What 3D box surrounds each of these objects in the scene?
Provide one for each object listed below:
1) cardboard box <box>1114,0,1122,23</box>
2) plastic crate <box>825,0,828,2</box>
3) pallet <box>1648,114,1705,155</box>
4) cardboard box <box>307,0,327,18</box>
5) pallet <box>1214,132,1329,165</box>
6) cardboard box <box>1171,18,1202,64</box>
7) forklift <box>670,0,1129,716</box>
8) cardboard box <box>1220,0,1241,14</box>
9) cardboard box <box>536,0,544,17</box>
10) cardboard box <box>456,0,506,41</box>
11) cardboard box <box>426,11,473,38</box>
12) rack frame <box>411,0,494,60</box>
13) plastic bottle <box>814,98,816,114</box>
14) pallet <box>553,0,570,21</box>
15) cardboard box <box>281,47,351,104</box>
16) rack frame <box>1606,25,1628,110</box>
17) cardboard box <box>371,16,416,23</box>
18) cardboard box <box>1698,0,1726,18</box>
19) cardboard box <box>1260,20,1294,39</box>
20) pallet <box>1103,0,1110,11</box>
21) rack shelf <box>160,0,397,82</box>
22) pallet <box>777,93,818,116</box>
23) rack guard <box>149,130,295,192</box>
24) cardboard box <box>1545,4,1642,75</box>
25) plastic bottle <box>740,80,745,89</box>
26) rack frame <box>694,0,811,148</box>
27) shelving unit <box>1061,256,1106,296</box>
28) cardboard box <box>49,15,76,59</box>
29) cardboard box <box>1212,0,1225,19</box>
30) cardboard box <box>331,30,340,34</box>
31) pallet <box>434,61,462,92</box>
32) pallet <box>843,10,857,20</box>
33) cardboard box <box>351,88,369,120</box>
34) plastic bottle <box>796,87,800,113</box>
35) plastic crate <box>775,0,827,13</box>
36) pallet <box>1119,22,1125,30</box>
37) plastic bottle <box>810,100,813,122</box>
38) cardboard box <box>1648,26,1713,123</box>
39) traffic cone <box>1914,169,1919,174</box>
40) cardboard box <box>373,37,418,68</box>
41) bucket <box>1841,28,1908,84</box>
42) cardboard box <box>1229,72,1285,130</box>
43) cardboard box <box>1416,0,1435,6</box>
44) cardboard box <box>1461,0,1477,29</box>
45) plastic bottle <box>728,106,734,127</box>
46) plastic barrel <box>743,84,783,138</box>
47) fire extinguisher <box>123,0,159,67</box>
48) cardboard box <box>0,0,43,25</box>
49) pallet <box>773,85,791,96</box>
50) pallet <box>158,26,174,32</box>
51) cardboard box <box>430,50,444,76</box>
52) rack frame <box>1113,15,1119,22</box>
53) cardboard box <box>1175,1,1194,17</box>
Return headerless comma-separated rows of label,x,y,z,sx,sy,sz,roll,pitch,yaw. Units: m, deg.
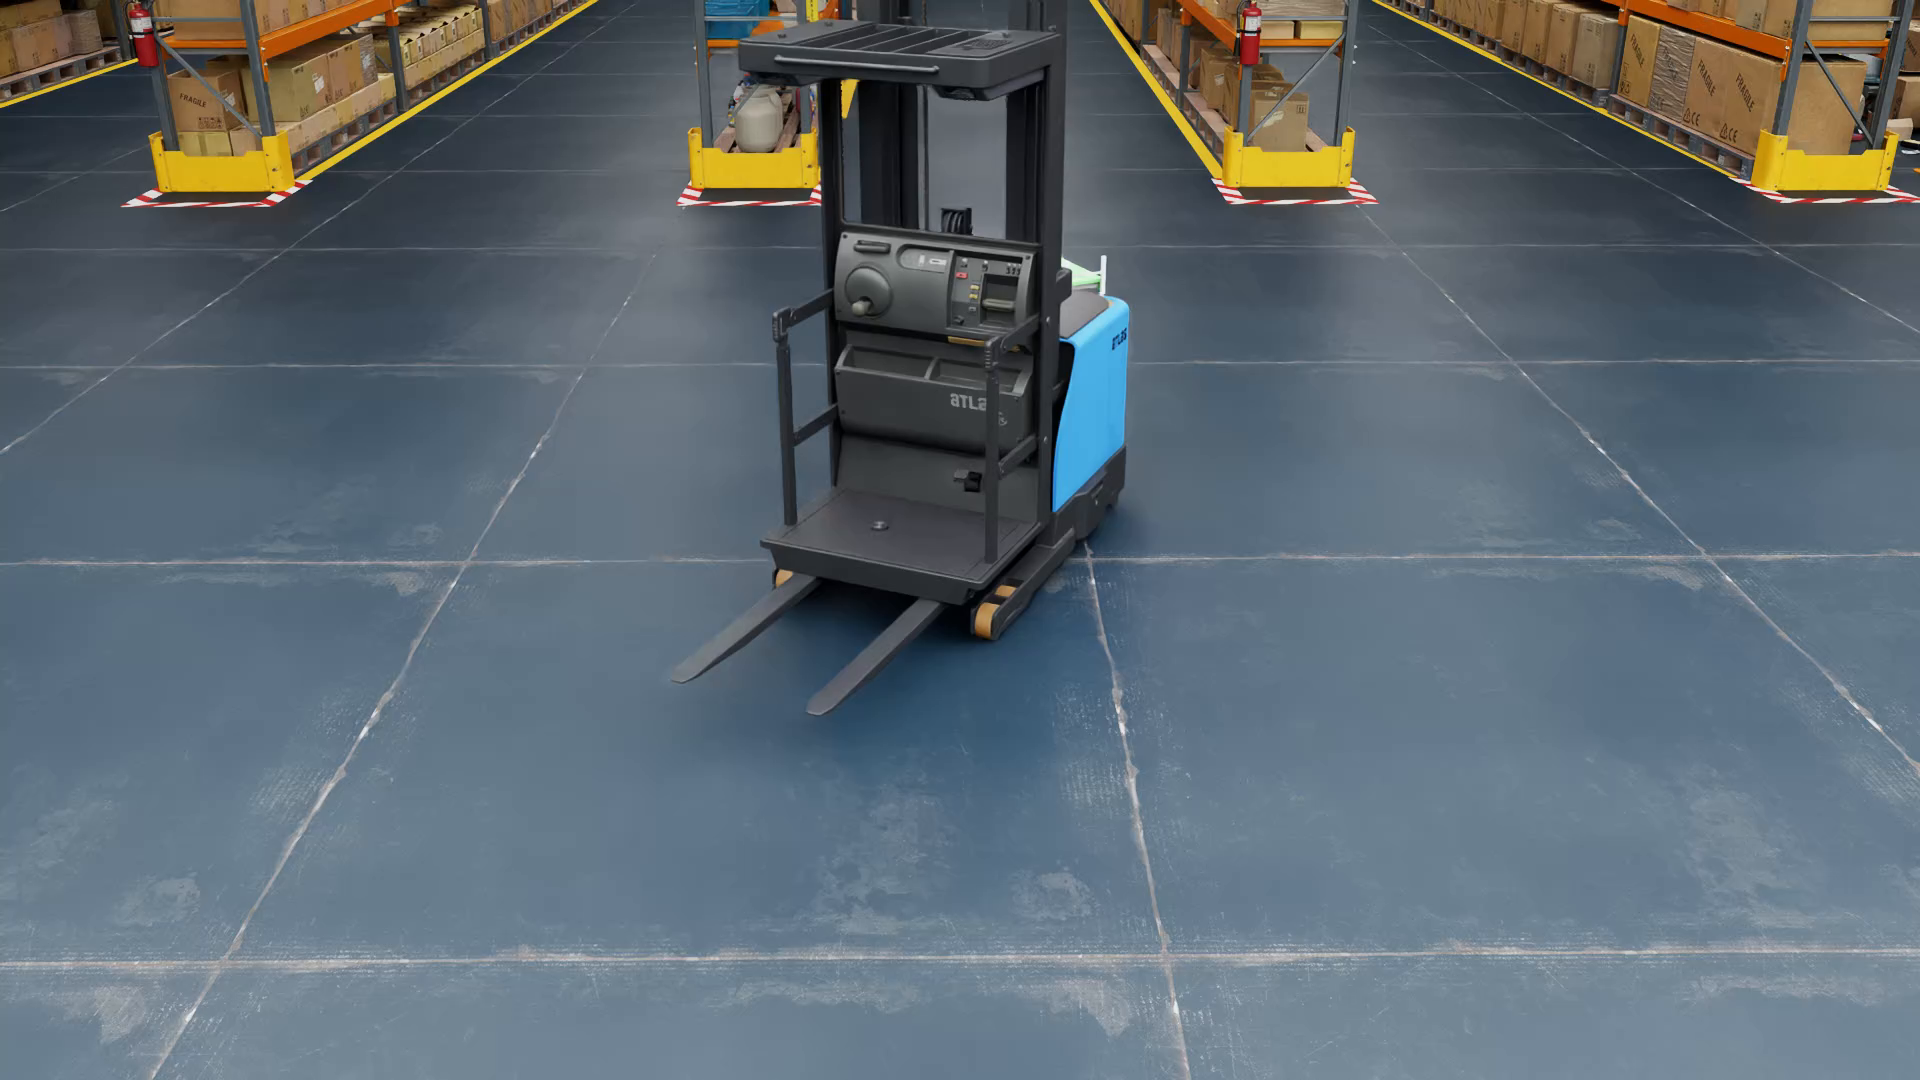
cardboard box,2.981,-8.243,24.903,1.225,0.875,0.875,-1,24,-2
plastic crate,-1.639,-5.810,17.636,0.499,0.251,0.616,0,24,-1
pallet,7.937,-4.247,17.384,1.003,0.211,1.213,0,24,-1
cardboard box,-6.844,-5.539,16.736,0.700,0.500,0.500,0,24,1
pallet,3.100,-3.802,16.400,1.003,0.211,1.213,0,24,-1
cardboard box,3.046,-6.326,21.097,0.700,0.500,0.500,2,24,4
forklift,-0.207,-1.098,7.121,1.130,2.935,3.031,11,26,22
cardboard box,2.970,-5.320,15.890,0.875,0.500,0.500,0,24,-1
cardboard box,-6.674,-8.264,25.381,0.500,0.500,0.500,0,24,0
cardboard box,-6.638,-7.210,23.052,0.500,0.500,0.500,1,24,2
cardboard box,-6.655,-6.725,21.626,0.500,0.311,0.500,-1,24,-1
rack frame,-6.919,-7.960,22.210,1.000,3.000,0.127,0,24,-1
plastic bottle,-1.595,-4.666,17.789,0.097,0.201,0.097,0,24,0
pallet,-6.969,-8.621,27.054,1.003,0.211,1.213,0,24,-1
cardboard box,-6.629,-4.784,17.104,0.500,0.500,0.500,0,24,-1
rack frame,7.991,-6.335,18.618,1.000,3.000,0.127,0,24,-1
cardboard box,-7.190,-6.510,21.151,0.500,0.311,0.500,-1,24,-2
cardboard box,8.030,-5.584,16.775,0.875,0.550,0.500,0,24,-1
cardboard box,2.864,-4.708,15.325,0.380,0.149,0.250,0,24,-1
pallet,2.997,-9.198,28.332,1.003,0.211,1.213,0,24,-1
rack shelf,-6.854,-5.160,16.891,1.077,0.370,4.000,0,24,-1
pallet,-1.957,-4.785,18.574,1.003,0.211,1.213,0,24,-1
rack guard,-6.832,-3.515,15.414,1.175,0.500,0.348,0,24,-1
cardboard box,7.888,-6.155,20.438,1.050,0.750,0.750,0,24,-1
plastic bottle,-2.322,-4.738,17.768,0.144,0.351,0.185,0,24,-1
rack frame,-1.879,-4.684,14.967,1.000,3.000,0.127,0,24,-1
shelving unit,0.538,-0.988,8.979,0.258,1.200,0.503,-11,27,-23
cardboard box,-11.923,-6.488,21.456,0.700,0.500,0.500,0,24,-1
cardboard box,2.743,-5.326,16.691,0.380,0.149,0.250,0,24,-1
cardboard box,-7.184,-5.399,18.465,0.500,0.500,0.500,0,24,-1
pallet,-6.939,-5.849,20.925,1.003,0.211,1.213,0,24,-1
pallet,-2.043,-8.040,25.771,1.003,0.211,1.213,0,24,-1
cardboard box,-6.636,-4.648,17.714,0.500,0.250,0.500,0,24,-1
plastic bottle,-1.730,-4.751,17.878,0.061,0.283,0.133,0,24,-1
plastic crate,-1.651,-5.544,17.189,0.530,0.136,0.437,0,24,-1
pallet,3.027,-8.063,25.822,1.003,0.211,1.213,0,24,-1
plastic bottle,-1.571,-4.489,17.297,0.061,0.283,0.133,0,24,0
cardboard box,7.942,-4.928,17.574,0.875,0.875,0.875,0,24,0
traffic cone,9.449,-3.756,15.994,0.336,0.463,0.334,0,24,-1
cardboard box,-6.631,-5.677,19.309,0.500,0.311,0.500,0,24,0
bucket,10.298,-5.491,18.878,0.726,0.611,0.620,8,16,18
cardboard box,3.055,-4.520,17.129,0.500,0.500,0.500,2,24,4
cardboard box,7.559,-8.684,26.761,0.380,0.149,0.250,0,24,0
cardboard box,7.655,-7.738,24.242,0.500,0.500,0.500,-1,24,-3
plastic bottle,-2.337,-4.364,17.122,0.097,0.201,0.097,0,24,0
plastic barrel,-1.968,-4.219,16.449,0.421,0.512,0.421,0,24,0
fire extinguisher,-7.295,-4.577,14.825,0.296,0.674,0.183,0,24,-1
cardboard box,-11.858,-6.596,20.783,0.500,0.250,0.500,0,24,-1
pallet,-1.970,-5.385,19.901,1.003,0.211,1.213,0,24,-1
pallet,-11.816,-7.492,24.560,1.003,0.211,1.213,0,24,-1
cardboard box,-6.645,-5.842,20.353,0.500,0.250,0.500,-1,24,-2
rack frame,2.943,-9.651,25.949,1.000,3.000,0.127,0,24,-1
cardboard box,3.040,-6.912,21.481,0.500,0.250,0.500,2,24,5
